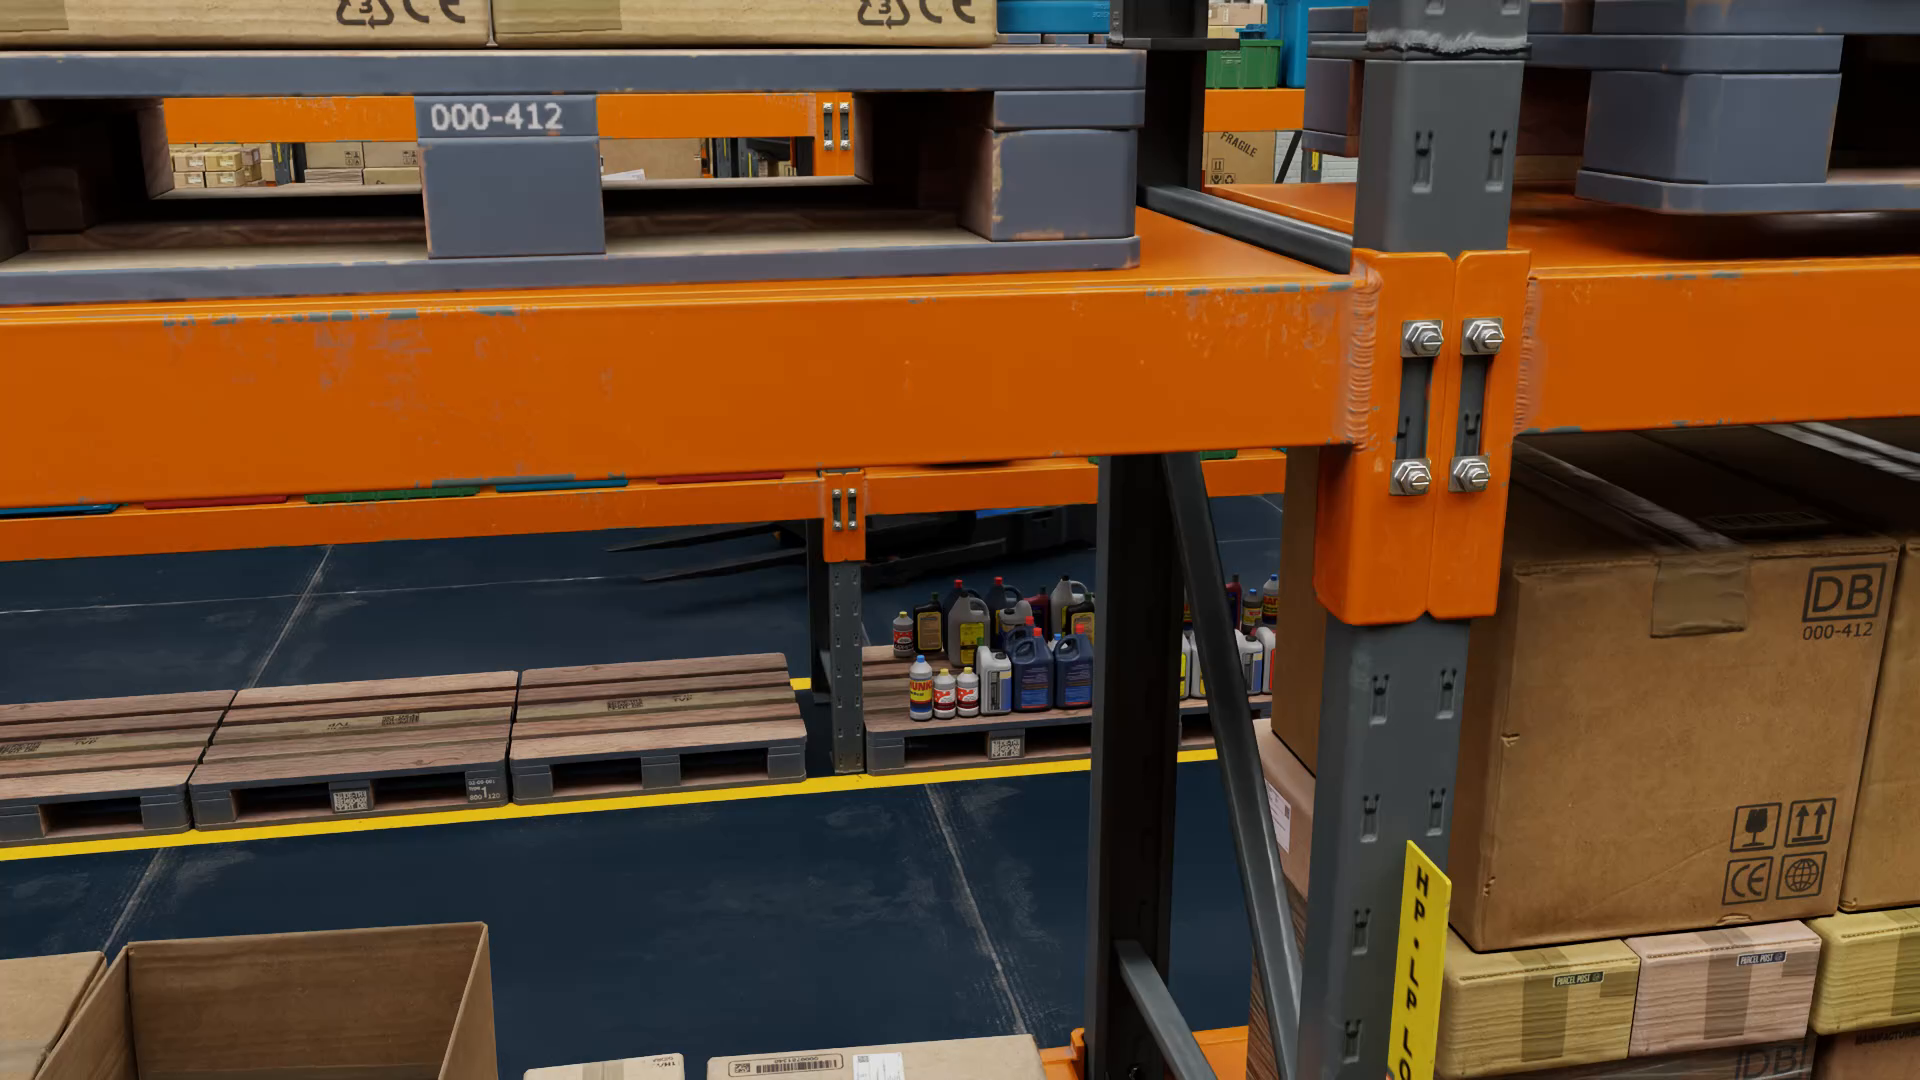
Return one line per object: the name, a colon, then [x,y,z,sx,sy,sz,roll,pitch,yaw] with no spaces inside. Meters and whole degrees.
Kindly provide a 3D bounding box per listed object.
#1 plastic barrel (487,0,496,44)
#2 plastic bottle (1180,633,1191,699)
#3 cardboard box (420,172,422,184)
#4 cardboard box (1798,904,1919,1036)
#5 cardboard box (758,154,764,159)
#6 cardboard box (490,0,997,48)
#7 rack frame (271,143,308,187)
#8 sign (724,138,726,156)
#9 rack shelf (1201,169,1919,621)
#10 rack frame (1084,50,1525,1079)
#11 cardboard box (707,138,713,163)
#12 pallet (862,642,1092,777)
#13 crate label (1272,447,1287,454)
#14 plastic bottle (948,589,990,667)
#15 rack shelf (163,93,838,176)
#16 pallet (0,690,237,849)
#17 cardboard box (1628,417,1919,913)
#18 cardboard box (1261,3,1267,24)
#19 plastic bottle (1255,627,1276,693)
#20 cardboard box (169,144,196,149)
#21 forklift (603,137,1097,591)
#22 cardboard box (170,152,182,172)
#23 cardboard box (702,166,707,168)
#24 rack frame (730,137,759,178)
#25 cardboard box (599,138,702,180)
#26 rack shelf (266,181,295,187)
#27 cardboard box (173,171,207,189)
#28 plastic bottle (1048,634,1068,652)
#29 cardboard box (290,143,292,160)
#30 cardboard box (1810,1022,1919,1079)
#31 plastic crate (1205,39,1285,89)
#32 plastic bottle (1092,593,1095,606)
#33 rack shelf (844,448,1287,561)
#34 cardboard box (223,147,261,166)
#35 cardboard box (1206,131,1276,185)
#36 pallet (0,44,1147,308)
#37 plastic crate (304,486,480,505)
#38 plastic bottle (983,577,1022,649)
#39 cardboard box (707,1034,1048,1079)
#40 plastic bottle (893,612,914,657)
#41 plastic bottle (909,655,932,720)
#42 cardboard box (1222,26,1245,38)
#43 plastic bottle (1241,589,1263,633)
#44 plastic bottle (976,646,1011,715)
plastic barrel: [-1.663,-2.127,6.165,0.600,0.901,0.600,0,17,0]
plastic bottle: [0.912,0.516,7.286,0.185,0.351,0.144,-3,17,-11]
cardboard box: [-4.785,-3.273,15.689,0.500,0.500,0.500,-3,17,-10]
cardboard box: [1.174,0.502,2.295,0.250,0.149,0.380,-4,17,-12]
cardboard box: [-1.975,-4.042,16.270,0.550,0.550,0.875,-3,17,-10]
cardboard box: [-0.233,-0.684,1.861,0.500,0.250,0.500,-1,17,-5]
rack frame: [-6.271,-3.221,15.690,0.127,3.000,1.000,-3,17,-10]
sign: [-2.231,-3.804,15.750,0.005,0.325,0.100,-3,17,-10]
rack shelf: [2.337,-0.354,2.471,4.000,0.370,1.077,-3,17,-10]
rack frame: [0.374,0.848,2.444,0.127,3.000,1.000,-3,17,-10]
cardboard box: [-2.897,-4.999,20.803,0.500,0.500,0.500,-3,17,-11]
pallet: [0.105,0.727,7.585,1.213,0.211,1.003,-3,17,-10]
crate label: [1.609,-0.640,7.226,0.616,0.435,0.502,-3,17,-10]
plastic bottle: [0.043,0.398,7.670,0.185,0.351,0.144,-3,17,-10]
rack shelf: [-2.526,-1.559,6.396,4.000,0.370,1.077,-3,17,-10]
pallet: [-3.722,0.943,6.881,1.213,0.211,1.003,-3,17,-10]
cardboard box: [1.304,0.125,2.418,0.500,0.500,0.700,-3,17,-11]
cardboard box: [2.212,-3.679,11.647,0.250,0.149,0.380,-3,17,-10]
plastic bottle: [1.392,0.523,7.389,0.135,0.276,0.152,-3,17,-10]
cardboard box: [-9.248,-4.616,19.637,0.500,0.250,0.500,-4,17,-12]
forklift: [-0.556,-1.288,9.513,3.031,2.935,1.130,-10,20,-30]
cardboard box: [-7.169,-3.399,14.968,0.250,0.149,0.380,-3,17,-9]
cardboard box: [-3.881,-5.743,26.167,0.500,0.250,0.500,-3,17,-9]
rack frame: [-1.502,-2.008,11.742,0.127,3.000,1.000,-3,17,-10]
cardboard box: [-2.309,-2.492,11.580,1.000,1.000,1.000,-3,17,-10]
rack shelf: [-9.273,-4.187,20.061,4.000,0.370,1.077,-3,17,-10]
cardboard box: [-6.931,-3.270,15.055,0.250,0.149,0.380,-3,17,-8]
plastic bottle: [0.428,0.545,7.326,0.097,0.271,0.097,0,17,0]
cardboard box: [-7.737,-4.710,19.940,0.500,0.250,0.500,-3,17,-11]
cardboard box: [1.325,0.742,2.617,0.500,0.500,0.700,-3,17,-11]
plastic crate: [1.039,-1.923,6.715,0.450,0.188,0.336,-3,17,-10]
plastic bottle: [0.681,0.356,7.935,0.135,0.276,0.152,-3,17,-9]
rack shelf: [1.401,-0.348,7.562,4.000,0.370,1.077,-3,17,-10]
cardboard box: [-6.766,-3.616,15.675,0.250,0.149,0.380,-3,17,-10]
cardboard box: [1.932,-2.797,11.930,0.500,0.500,0.500,-3,17,-10]
pallet: [-0.490,-0.442,1.859,1.217,0.209,0.805,-4,18,-13]
plastic crate: [-2.219,-0.301,6.544,0.662,0.188,0.450,-3,17,-10]
plastic bottle: [0.204,0.346,7.840,0.185,0.351,0.144,-4,18,-13]
cardboard box: [-0.101,0.959,2.335,0.500,0.250,0.500,-2,17,-7]
plastic bottle: [-0.265,0.437,7.798,0.097,0.201,0.097,0,17,0]
plastic bottle: [-0.166,0.622,7.076,0.097,0.271,0.097,0,17,0]
cardboard box: [2.000,-3.493,11.723,0.500,0.250,0.500,-3,17,-9]
plastic bottle: [1.424,0.341,8.110,0.097,0.201,0.097,0,17,0]
plastic bottle: [0.146,0.594,7.159,0.135,0.276,0.152,-3,17,-8]
